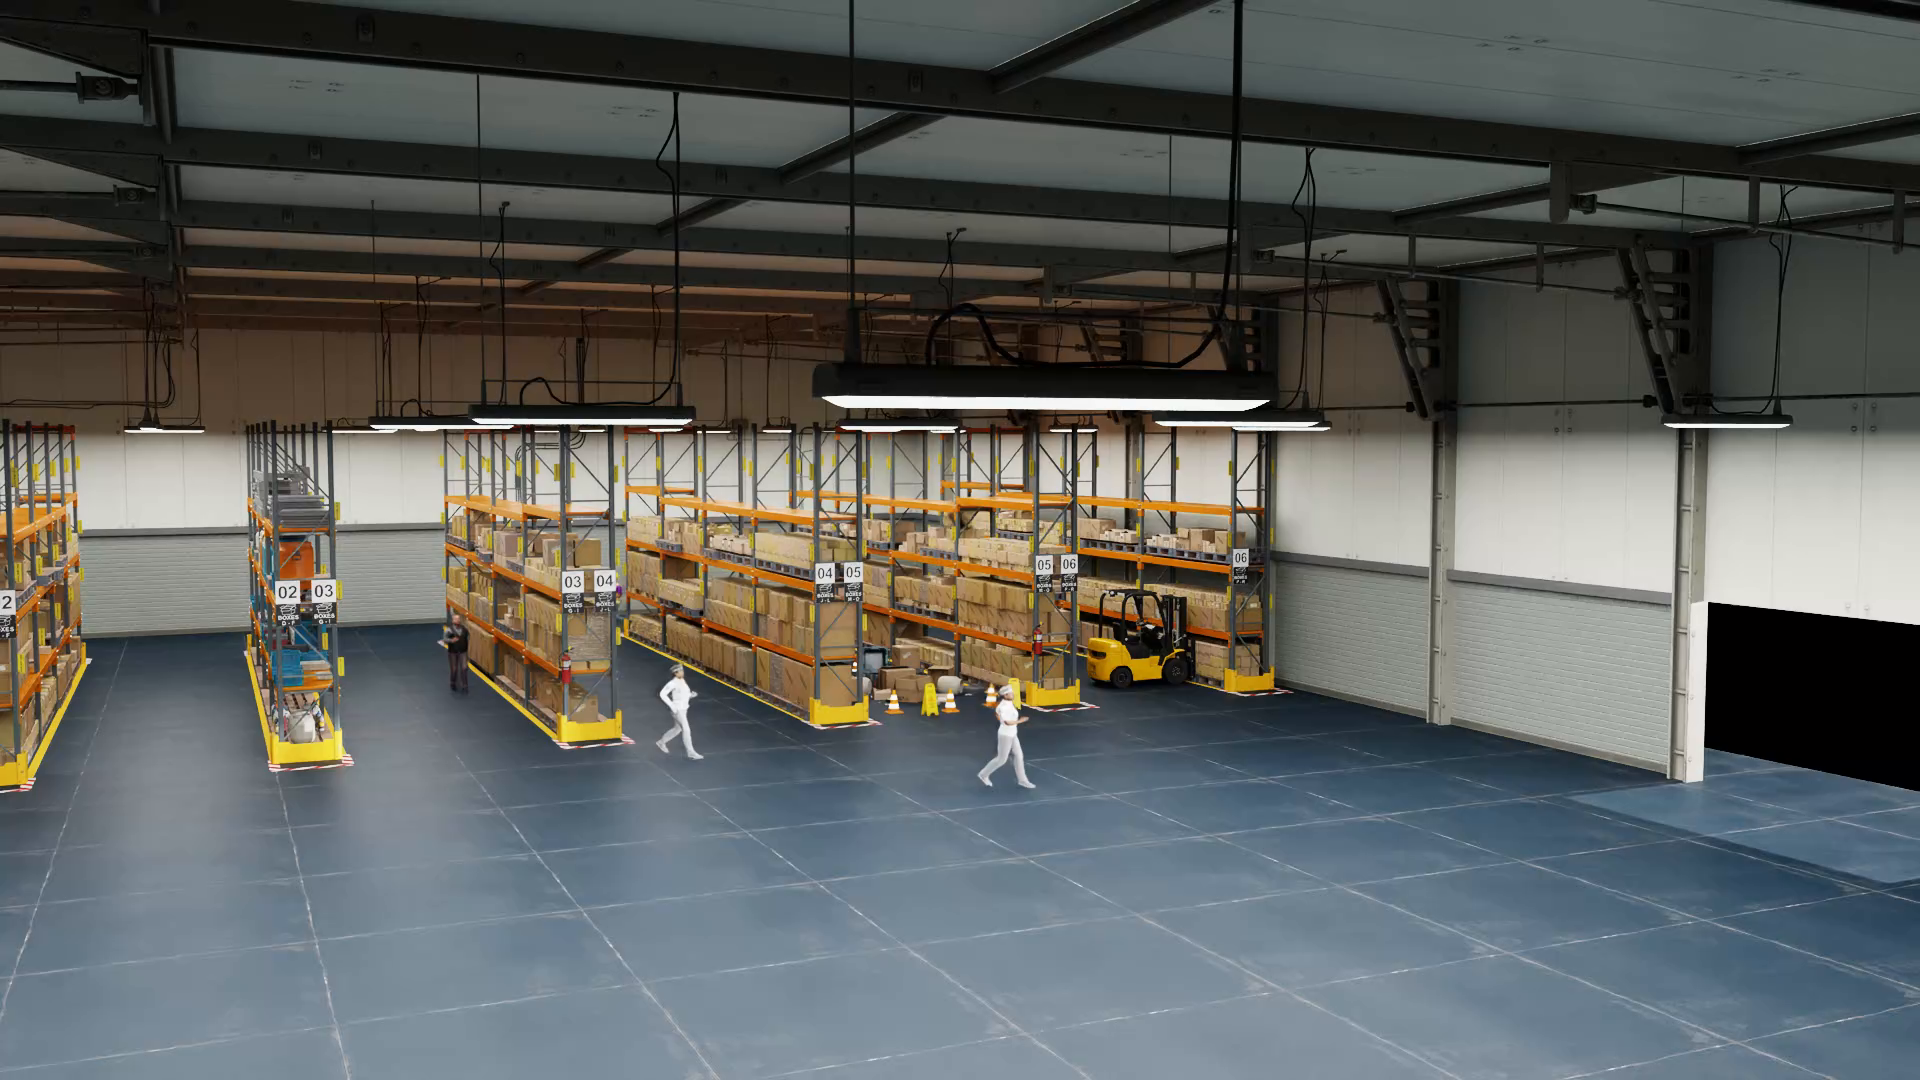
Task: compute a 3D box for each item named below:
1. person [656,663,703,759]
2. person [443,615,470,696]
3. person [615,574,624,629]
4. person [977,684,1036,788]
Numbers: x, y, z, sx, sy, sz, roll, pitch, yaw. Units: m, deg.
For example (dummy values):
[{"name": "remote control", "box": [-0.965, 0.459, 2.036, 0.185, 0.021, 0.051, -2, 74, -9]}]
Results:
[{"name": "person", "box": [-4.981, 3.013, 29.442, 0.940, 1.681, 0.612, 1, 4, 14]}, {"name": "person", "box": [-11.159, 2.541, 36.933, 0.647, 1.760, 0.835, -2, 4, -28]}, {"name": "person", "box": [-10.060, 1.837, 48.367, 0.869, 1.734, 0.747, -3, 4, -36]}, {"name": "person", "box": [0.757, 3.171, 26.888, 0.934, 1.691, 0.572, 1, 4, 11]}]
